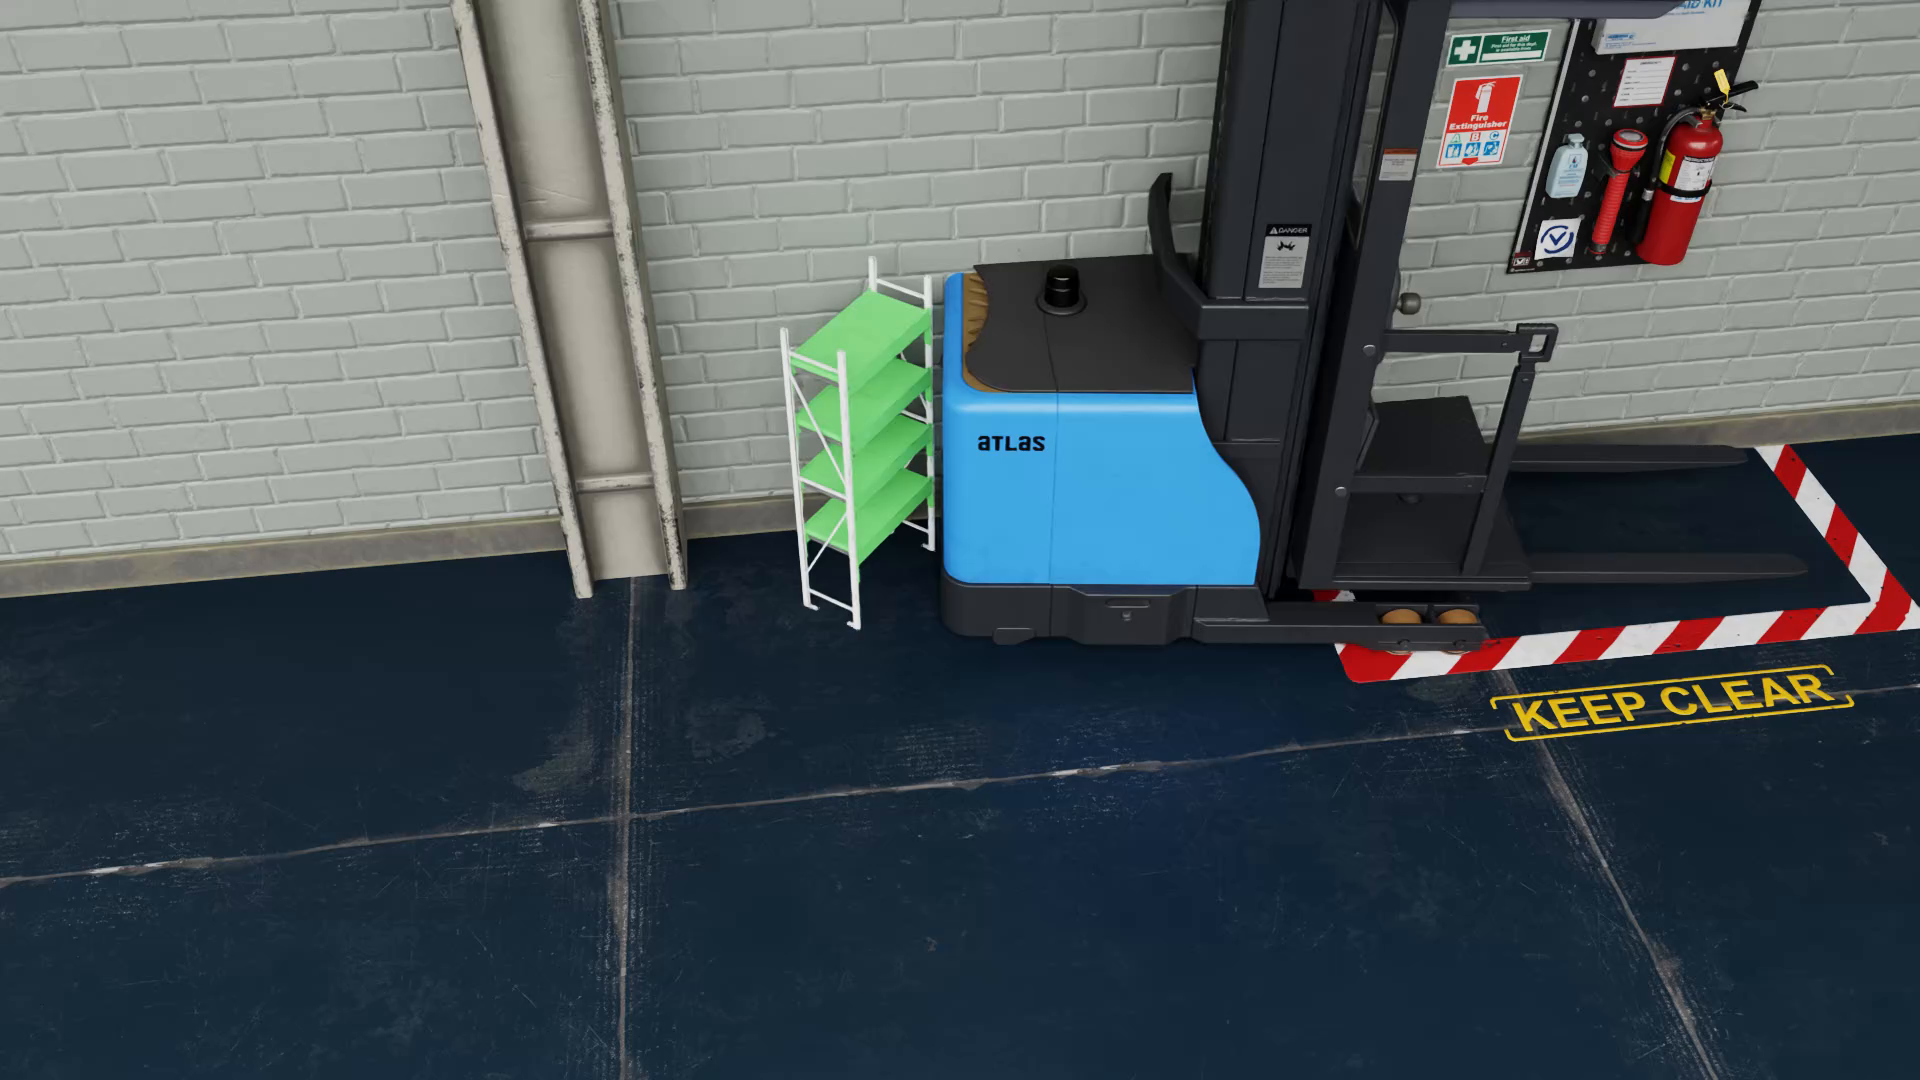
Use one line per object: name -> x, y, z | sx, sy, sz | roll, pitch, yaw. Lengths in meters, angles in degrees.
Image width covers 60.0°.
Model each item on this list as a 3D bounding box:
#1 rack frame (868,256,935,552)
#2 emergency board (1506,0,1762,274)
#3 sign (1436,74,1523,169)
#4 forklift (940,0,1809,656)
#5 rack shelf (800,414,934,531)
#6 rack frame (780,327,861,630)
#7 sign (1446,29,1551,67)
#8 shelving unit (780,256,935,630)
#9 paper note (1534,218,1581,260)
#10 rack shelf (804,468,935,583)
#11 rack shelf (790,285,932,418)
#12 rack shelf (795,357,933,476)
rack frame -> -0.197, -0.448, 5.851 | 0.240, 1.200, 0.015 | 23, 47, 23
emergency board -> 2.284, -1.354, 5.511 | 0.643, 1.169, 0.194 | -5, 42, -6
sign -> 1.722, -1.388, 5.522 | 0.234, 0.329, 0.001 | -5, 42, -6
forklift -> 1.450, -1.045, 5.221 | 3.031, 2.935, 1.130 | 0, 42, 0
rack shelf -> -0.327, -0.263, 5.741 | 0.258, 0.148, 0.480 | 23, 47, 23
rack frame -> -0.457, -0.172, 5.544 | 0.240, 1.200, 0.015 | 23, 47, 23
sign -> 1.728, -1.579, 5.339 | 0.331, 0.109, 0.001 | -5, 42, -6
shelving unit -> -0.327, -0.310, 5.698 | 0.258, 1.200, 0.503 | 23, 47, 23
paper note -> 2.100, -1.057, 5.840 | 0.142, 0.148, 0.016 | -5, 42, -6
rack shelf -> -0.327, -0.084, 5.901 | 0.258, 0.148, 0.480 | 23, 47, 23
rack shelf -> -0.327, -0.619, 5.419 | 0.258, 0.148, 0.480 | 23, 47, 23
rack shelf -> -0.327, -0.441, 5.580 | 0.258, 0.148, 0.480 | 23, 47, 23
